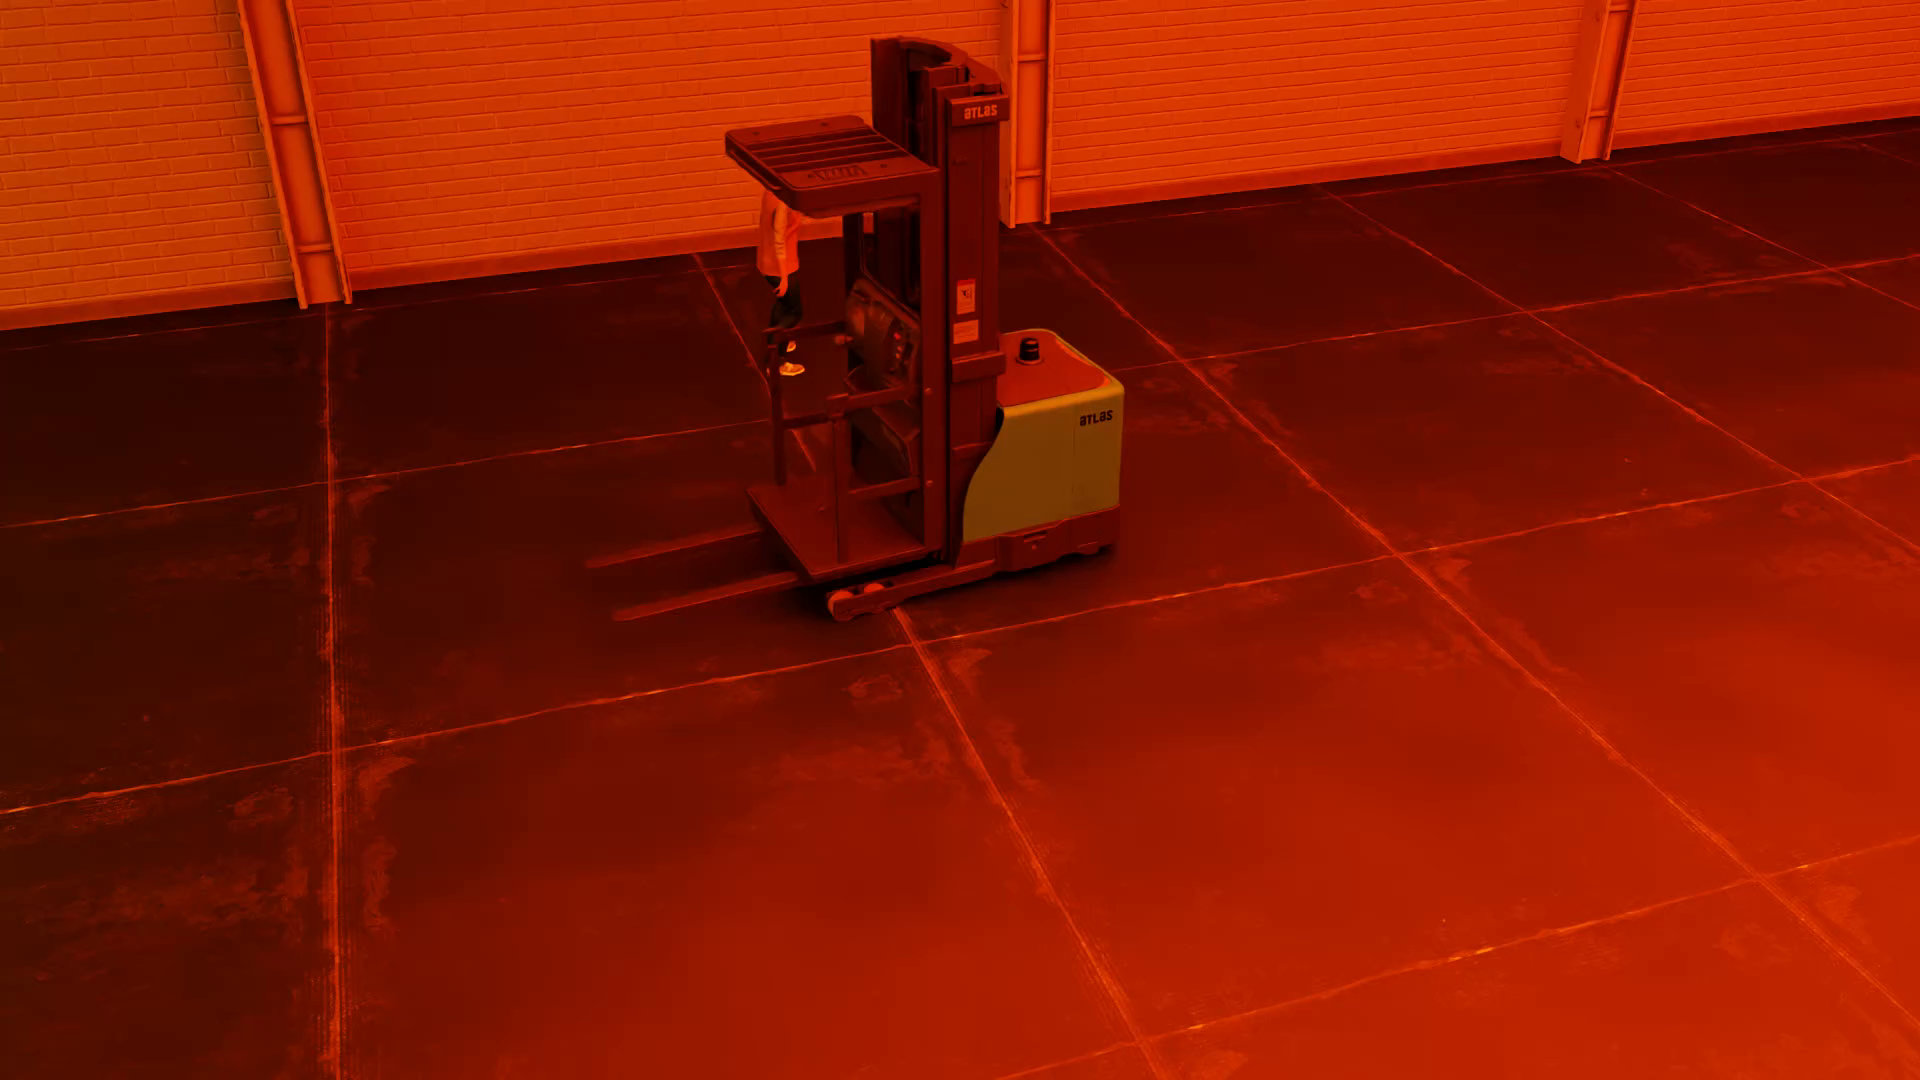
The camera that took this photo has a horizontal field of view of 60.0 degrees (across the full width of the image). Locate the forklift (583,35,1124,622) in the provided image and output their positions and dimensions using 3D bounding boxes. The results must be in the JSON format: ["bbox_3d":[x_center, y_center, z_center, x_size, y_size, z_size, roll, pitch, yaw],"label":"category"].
[{"bbox_3d":[-0.610,-1.118,9.031,3.031,2.935,1.130,-13,32,-22],"label":"forklift"}]

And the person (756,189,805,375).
[{"bbox_3d":[-1.281,-1.953,11.858,0.361,1.566,0.707,-10,32,-17],"label":"person"}]
